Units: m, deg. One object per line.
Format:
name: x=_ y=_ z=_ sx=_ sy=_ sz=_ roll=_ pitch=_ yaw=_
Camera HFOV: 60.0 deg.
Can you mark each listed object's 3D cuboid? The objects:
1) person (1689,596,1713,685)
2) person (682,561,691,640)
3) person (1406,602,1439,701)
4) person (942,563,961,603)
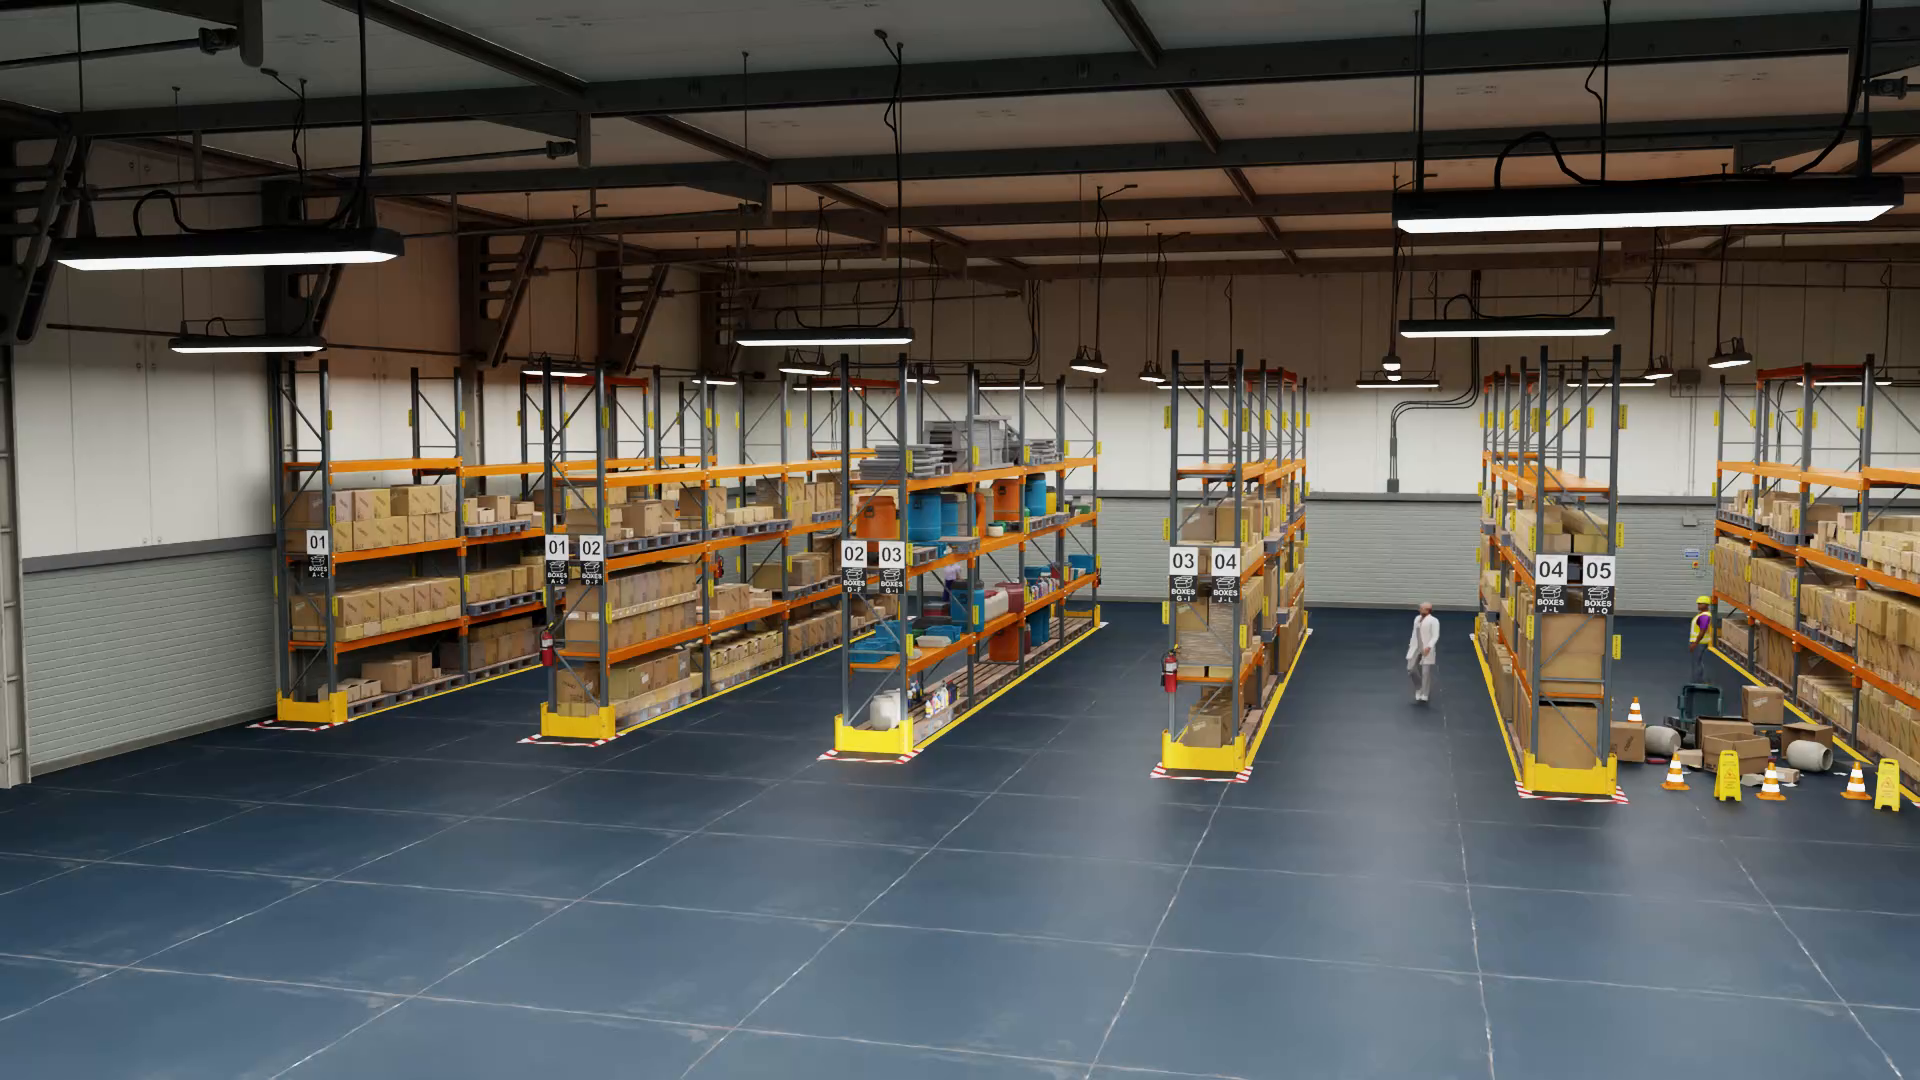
person: x=13.633 y=1.916 z=30.693 sx=0.506 sy=1.781 sz=0.621 roll=4 pitch=6 yaw=44
person: x=-6.307 y=1.384 z=38.101 sx=0.424 sy=1.801 sz=0.630 roll=2 pitch=4 yaw=21
person: x=8.235 y=1.997 z=29.632 sx=0.625 sy=1.786 sz=0.714 roll=3 pitch=5 yaw=32
person: x=-0.244 y=1.194 z=42.159 sx=0.407 sy=1.716 sz=0.558 roll=-4 pitch=6 yaw=-44
